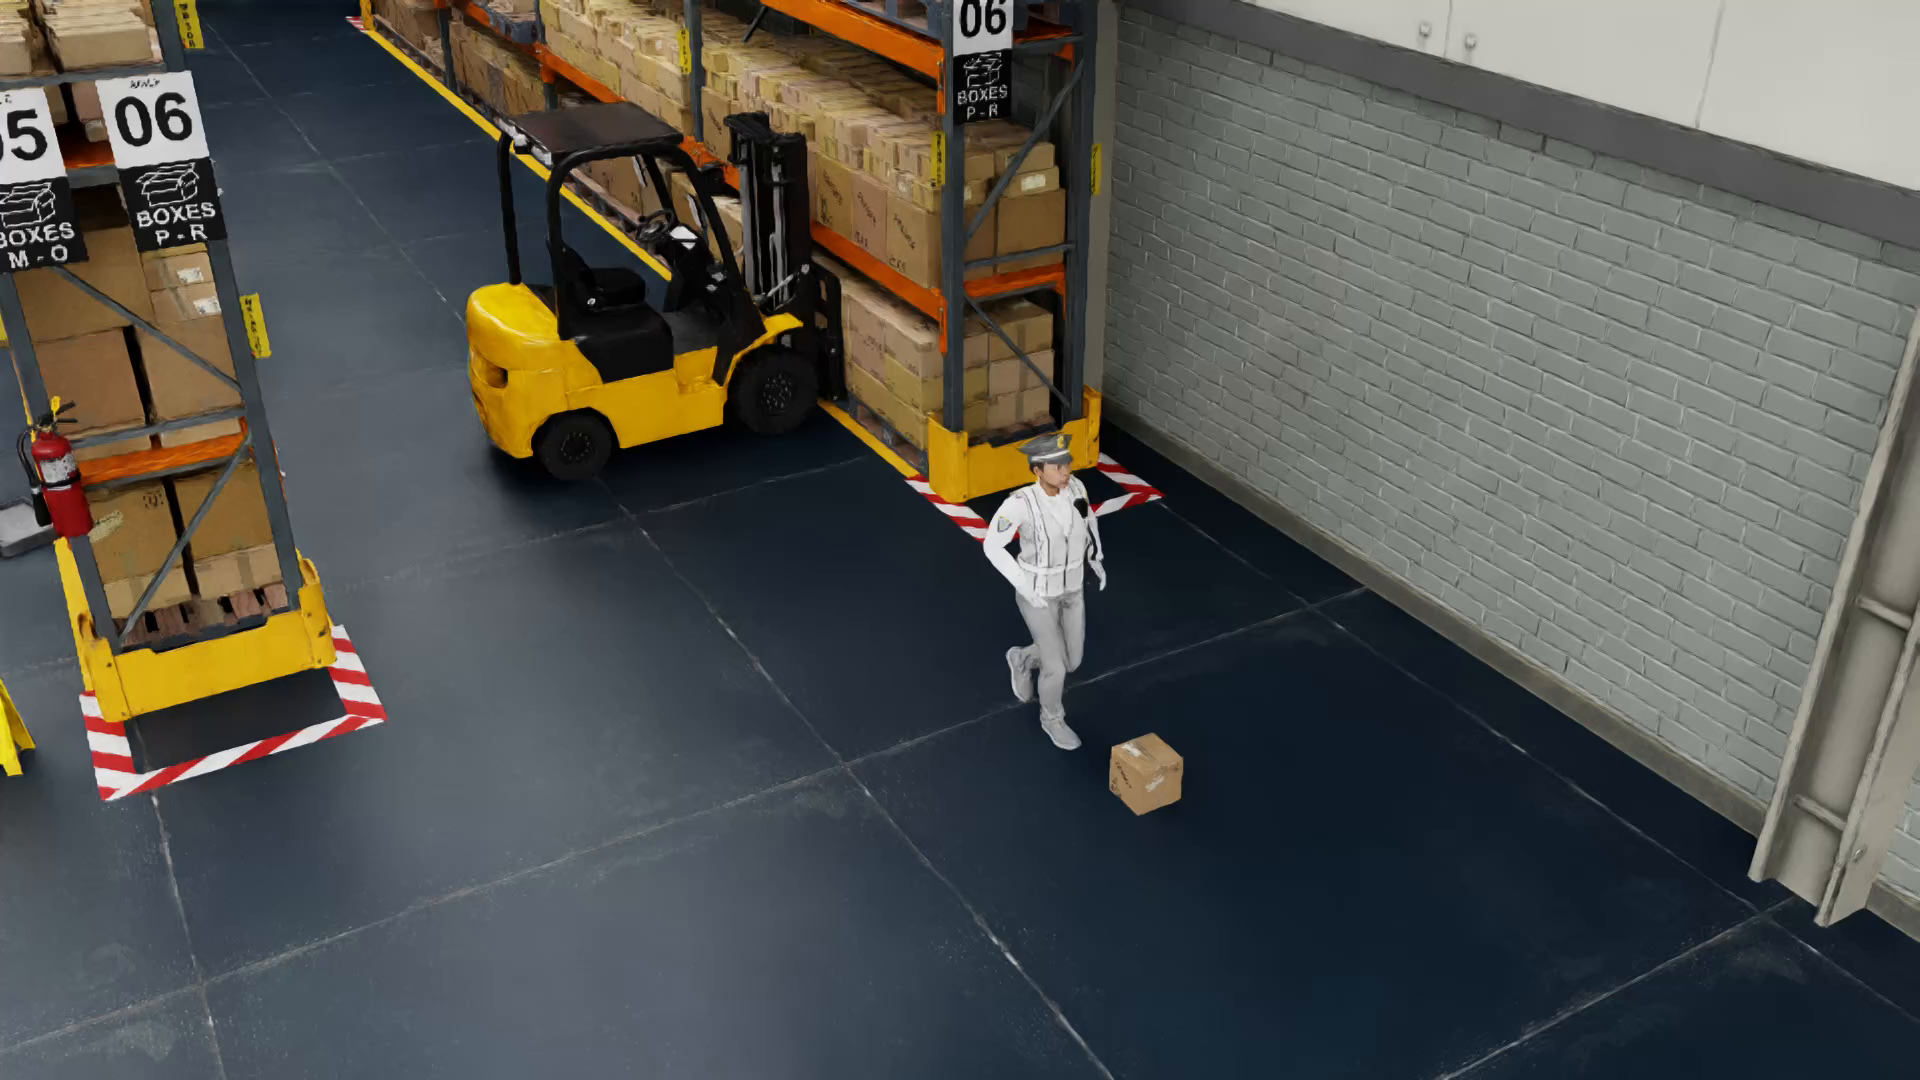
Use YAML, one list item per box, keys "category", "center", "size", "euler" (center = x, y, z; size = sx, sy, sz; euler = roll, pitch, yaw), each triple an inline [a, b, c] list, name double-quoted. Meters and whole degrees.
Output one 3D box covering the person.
- category: "person"
  center: [0.431, 0.212, 8.165]
  size: [0.635, 1.662, 0.598]
  euler: [-17, 33, -27]
